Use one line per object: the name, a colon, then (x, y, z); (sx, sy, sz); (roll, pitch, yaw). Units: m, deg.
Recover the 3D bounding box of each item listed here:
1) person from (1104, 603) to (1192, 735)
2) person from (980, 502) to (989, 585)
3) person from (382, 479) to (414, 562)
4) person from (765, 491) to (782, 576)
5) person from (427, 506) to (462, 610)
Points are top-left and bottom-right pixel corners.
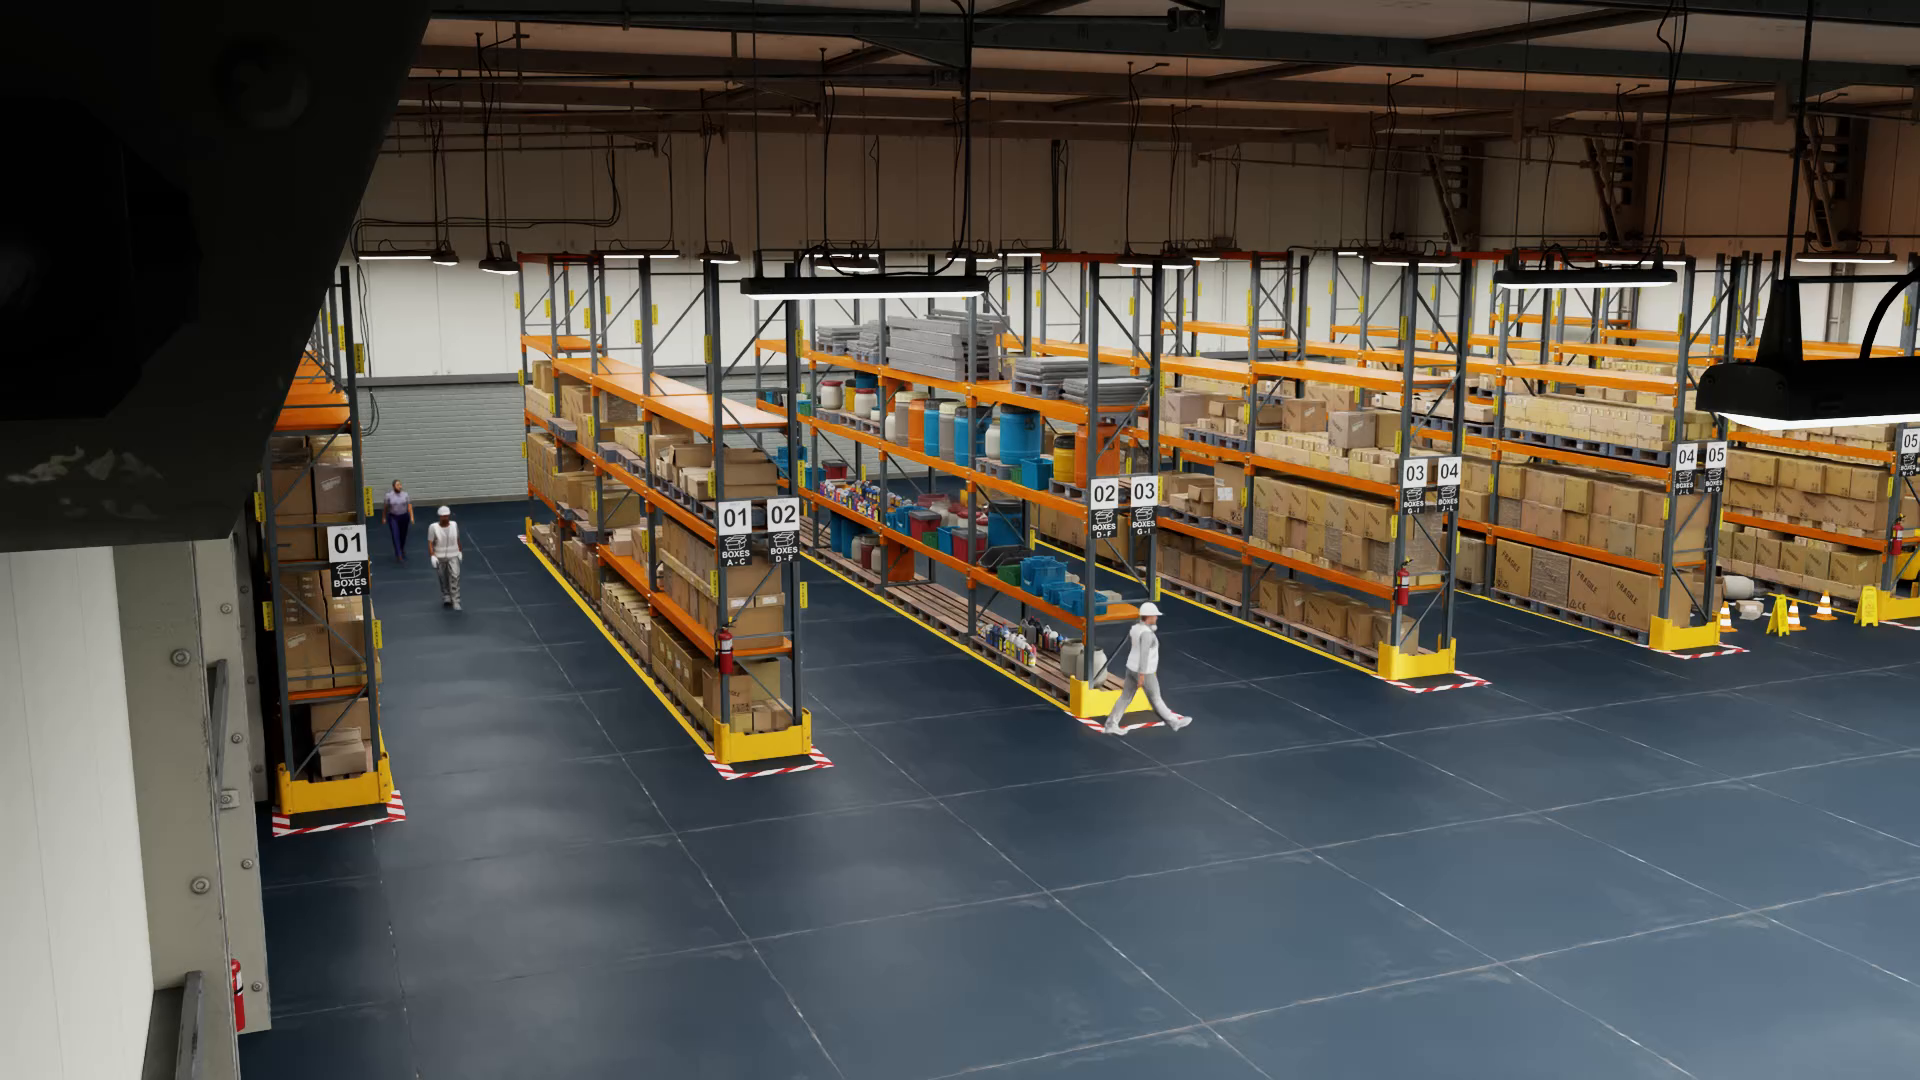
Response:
person: (2.381, 1.635, 21.246); (1.106, 1.700, 0.545); (-4, 11, -21)
person: (0.492, 0.068, 30.125); (0.602, 1.609, 0.709); (-6, 12, -28)
person: (-11.076, -0.416, 32.794); (0.547, 1.583, 1.064); (-6, 12, -31)
person: (-3.510, -0.205, 31.412); (0.588, 1.664, 1.078); (-5, 11, -25)
person: (-8.827, 0.288, 28.479); (0.534, 1.722, 0.995); (-3, 11, -14)
